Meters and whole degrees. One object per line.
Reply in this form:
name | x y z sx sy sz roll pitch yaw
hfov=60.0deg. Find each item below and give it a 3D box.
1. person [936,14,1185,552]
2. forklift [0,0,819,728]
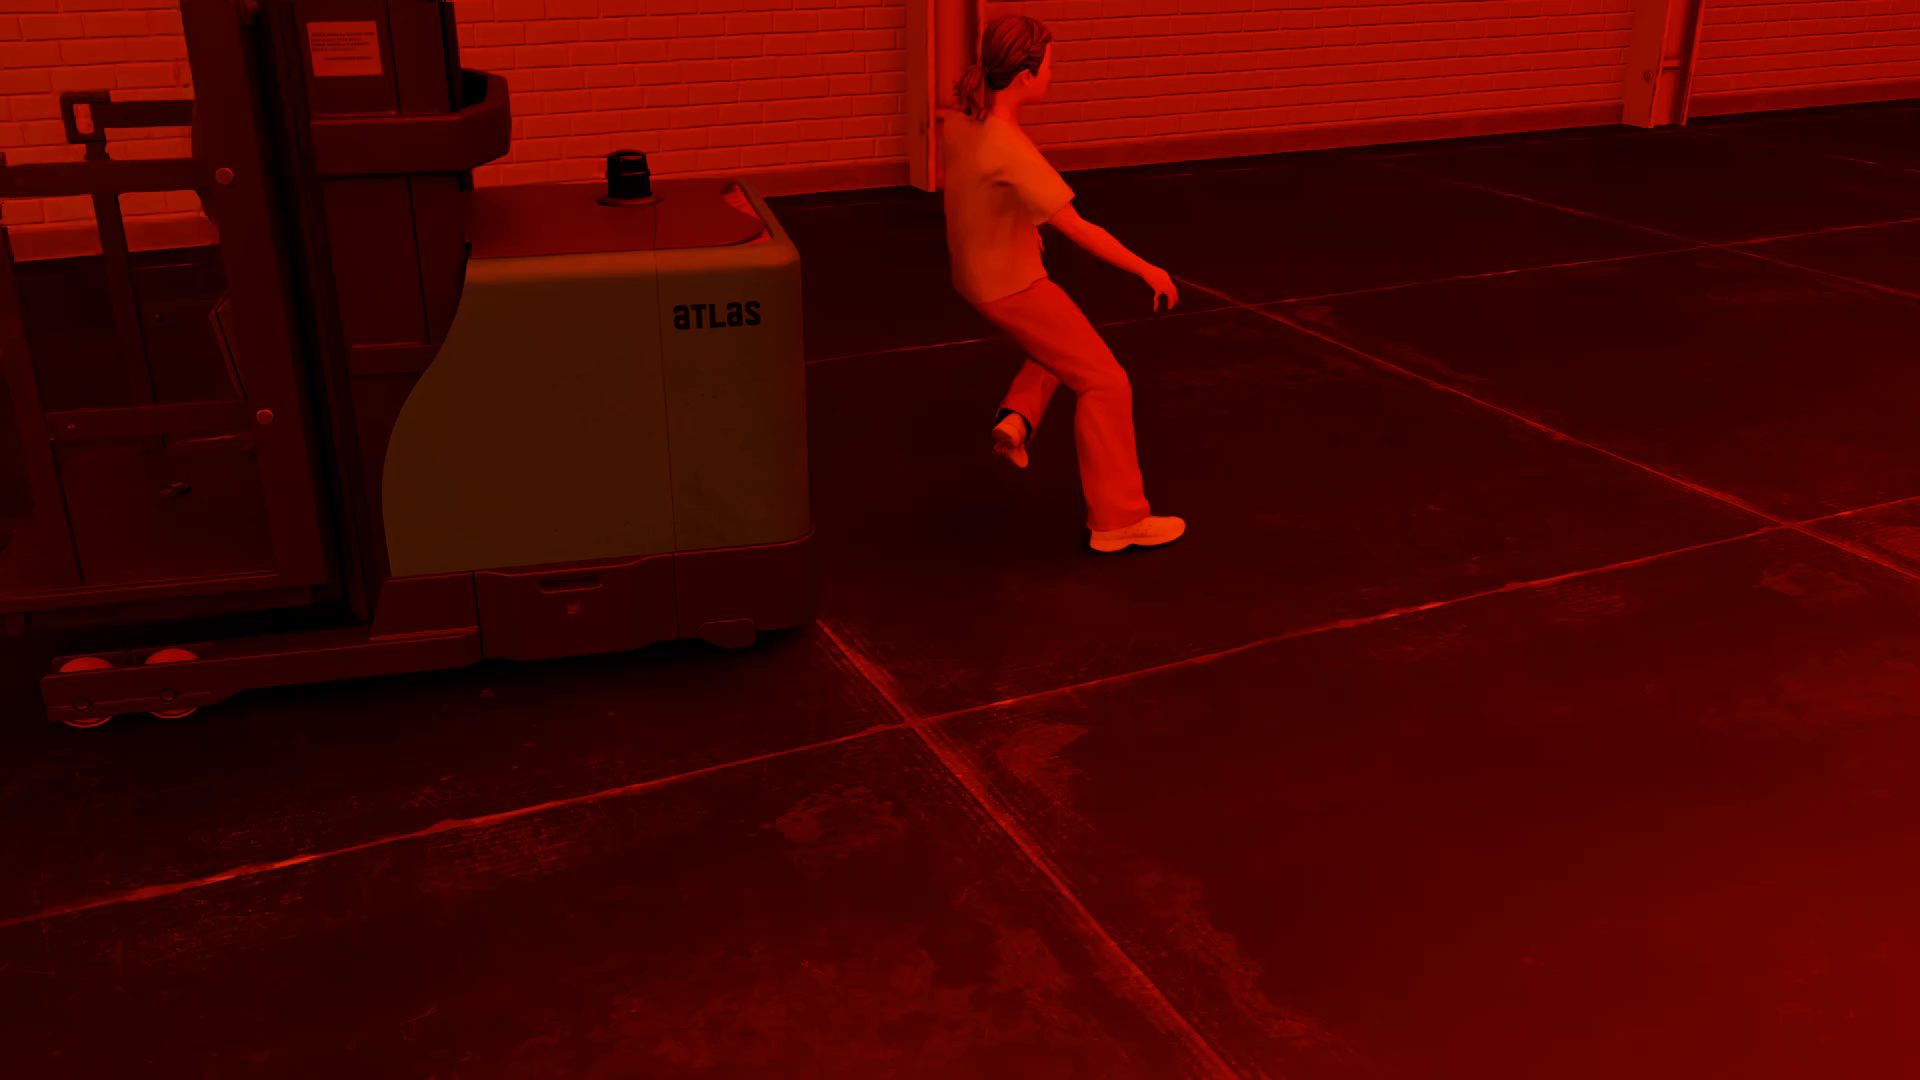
person | 0.272 -0.779 4.976 0.645 1.534 0.709 -9 24 -21
forklift | -1.953 -1.123 3.990 3.031 2.935 1.130 -5 23 -12
